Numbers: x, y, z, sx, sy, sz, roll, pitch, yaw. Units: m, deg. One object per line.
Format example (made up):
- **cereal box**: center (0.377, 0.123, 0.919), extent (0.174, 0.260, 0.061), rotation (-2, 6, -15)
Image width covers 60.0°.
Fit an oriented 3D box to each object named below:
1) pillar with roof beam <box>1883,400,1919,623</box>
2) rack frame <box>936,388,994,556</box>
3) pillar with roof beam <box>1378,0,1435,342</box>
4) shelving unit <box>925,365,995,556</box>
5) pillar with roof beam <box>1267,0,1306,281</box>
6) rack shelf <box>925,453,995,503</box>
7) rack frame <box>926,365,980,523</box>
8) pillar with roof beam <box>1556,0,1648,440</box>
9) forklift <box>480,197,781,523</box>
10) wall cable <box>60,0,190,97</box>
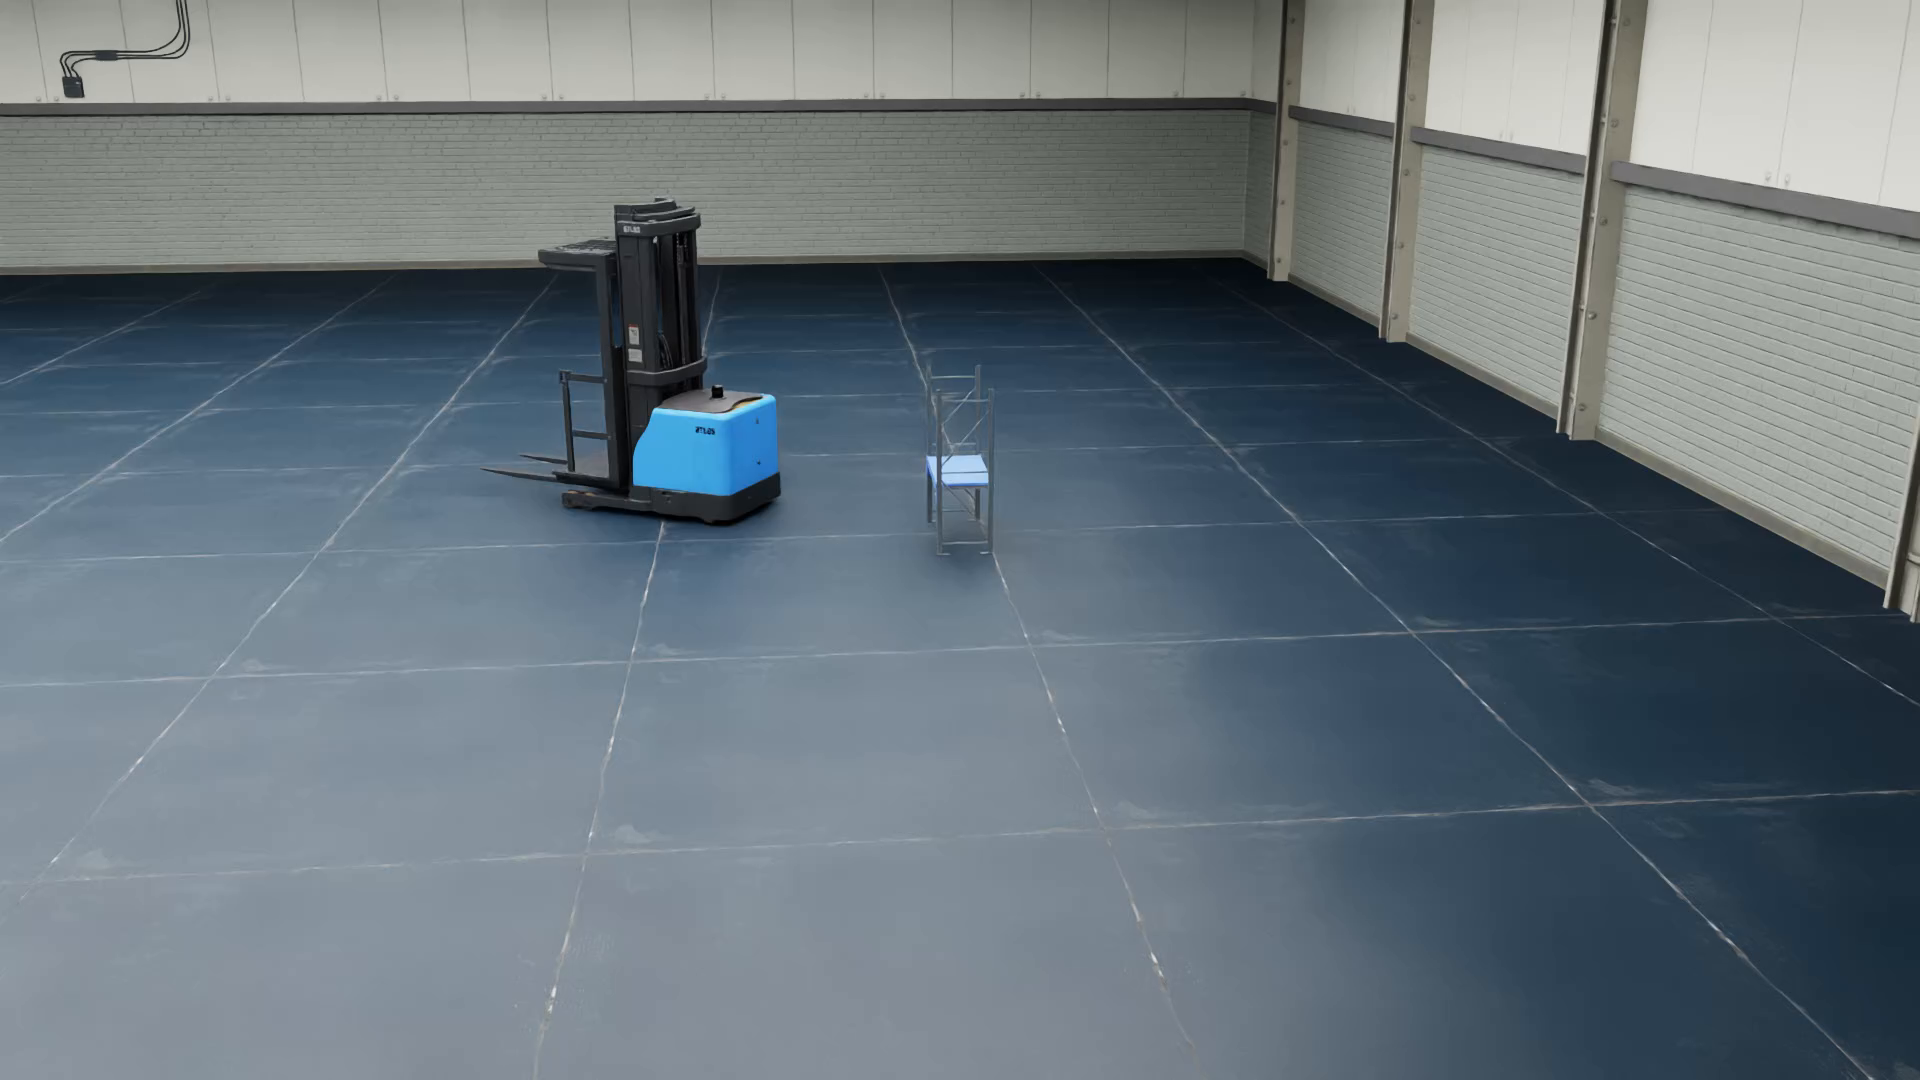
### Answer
- **pillar with roof beam**: center (3.400, -3.567, 11.589), extent (9.100, 9.000, 0.400), rotation (-2, 18, -6)
- **rack frame**: center (0.044, -0.590, 14.624), extent (0.500, 1.500, 0.032), rotation (-2, 18, -6)
- **pillar with roof beam**: center (2.162, -7.142, 22.977), extent (9.100, 9.000, 0.400), rotation (-2, 18, -6)
- **shelving unit**: center (-0.009, -0.741, 15.106), extent (0.538, 1.500, 1.048), rotation (-2, 18, -6)
- **pillar with roof beam**: center (1.543, -8.930, 28.671), extent (9.100, 9.000, 0.400), rotation (-2, 18, -6)
- **rack shelf**: center (-0.009, -0.569, 15.160), extent (0.538, 0.185, 1.000), rotation (-2, 18, -6)
- **rack frame**: center (-0.061, -0.892, 15.589), extent (0.500, 1.500, 0.032), rotation (-2, 18, -6)
- **pillar with roof beam**: center (2.781, -5.355, 17.283), extent (9.100, 9.000, 0.400), rotation (-2, 18, -6)
- **forklift**: center (-3.337, -1.826, 16.174), extent (3.031, 2.935, 1.130), rotation (7, 19, 22)
- **wall cable**: center (-15.051, -10.920, 29.331), extent (2.305, 6.003, 0.169), rotation (-2, 18, -6)
